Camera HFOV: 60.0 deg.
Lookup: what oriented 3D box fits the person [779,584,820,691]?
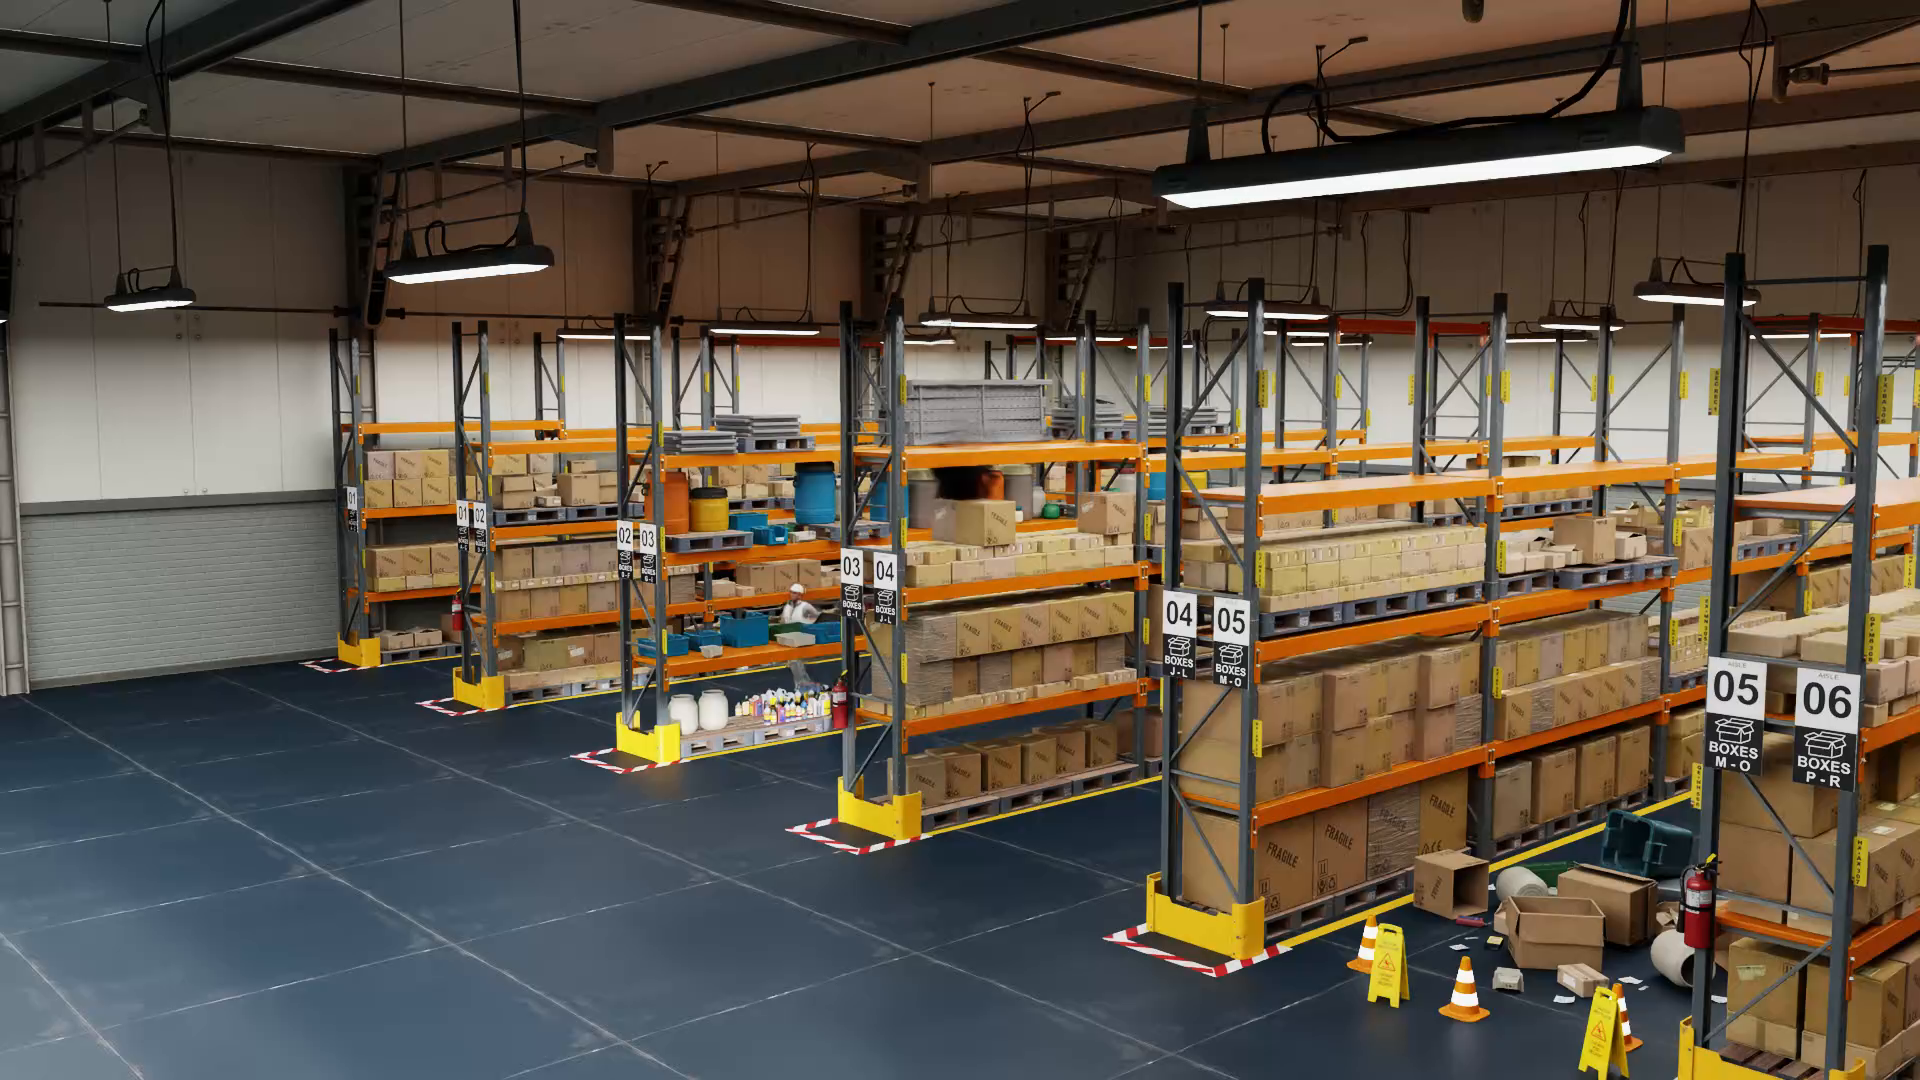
[{"bbox_3d":[-2.653,1.619,27.003,0.622,1.811,0.732,4,7,36],"label":"person"}]
